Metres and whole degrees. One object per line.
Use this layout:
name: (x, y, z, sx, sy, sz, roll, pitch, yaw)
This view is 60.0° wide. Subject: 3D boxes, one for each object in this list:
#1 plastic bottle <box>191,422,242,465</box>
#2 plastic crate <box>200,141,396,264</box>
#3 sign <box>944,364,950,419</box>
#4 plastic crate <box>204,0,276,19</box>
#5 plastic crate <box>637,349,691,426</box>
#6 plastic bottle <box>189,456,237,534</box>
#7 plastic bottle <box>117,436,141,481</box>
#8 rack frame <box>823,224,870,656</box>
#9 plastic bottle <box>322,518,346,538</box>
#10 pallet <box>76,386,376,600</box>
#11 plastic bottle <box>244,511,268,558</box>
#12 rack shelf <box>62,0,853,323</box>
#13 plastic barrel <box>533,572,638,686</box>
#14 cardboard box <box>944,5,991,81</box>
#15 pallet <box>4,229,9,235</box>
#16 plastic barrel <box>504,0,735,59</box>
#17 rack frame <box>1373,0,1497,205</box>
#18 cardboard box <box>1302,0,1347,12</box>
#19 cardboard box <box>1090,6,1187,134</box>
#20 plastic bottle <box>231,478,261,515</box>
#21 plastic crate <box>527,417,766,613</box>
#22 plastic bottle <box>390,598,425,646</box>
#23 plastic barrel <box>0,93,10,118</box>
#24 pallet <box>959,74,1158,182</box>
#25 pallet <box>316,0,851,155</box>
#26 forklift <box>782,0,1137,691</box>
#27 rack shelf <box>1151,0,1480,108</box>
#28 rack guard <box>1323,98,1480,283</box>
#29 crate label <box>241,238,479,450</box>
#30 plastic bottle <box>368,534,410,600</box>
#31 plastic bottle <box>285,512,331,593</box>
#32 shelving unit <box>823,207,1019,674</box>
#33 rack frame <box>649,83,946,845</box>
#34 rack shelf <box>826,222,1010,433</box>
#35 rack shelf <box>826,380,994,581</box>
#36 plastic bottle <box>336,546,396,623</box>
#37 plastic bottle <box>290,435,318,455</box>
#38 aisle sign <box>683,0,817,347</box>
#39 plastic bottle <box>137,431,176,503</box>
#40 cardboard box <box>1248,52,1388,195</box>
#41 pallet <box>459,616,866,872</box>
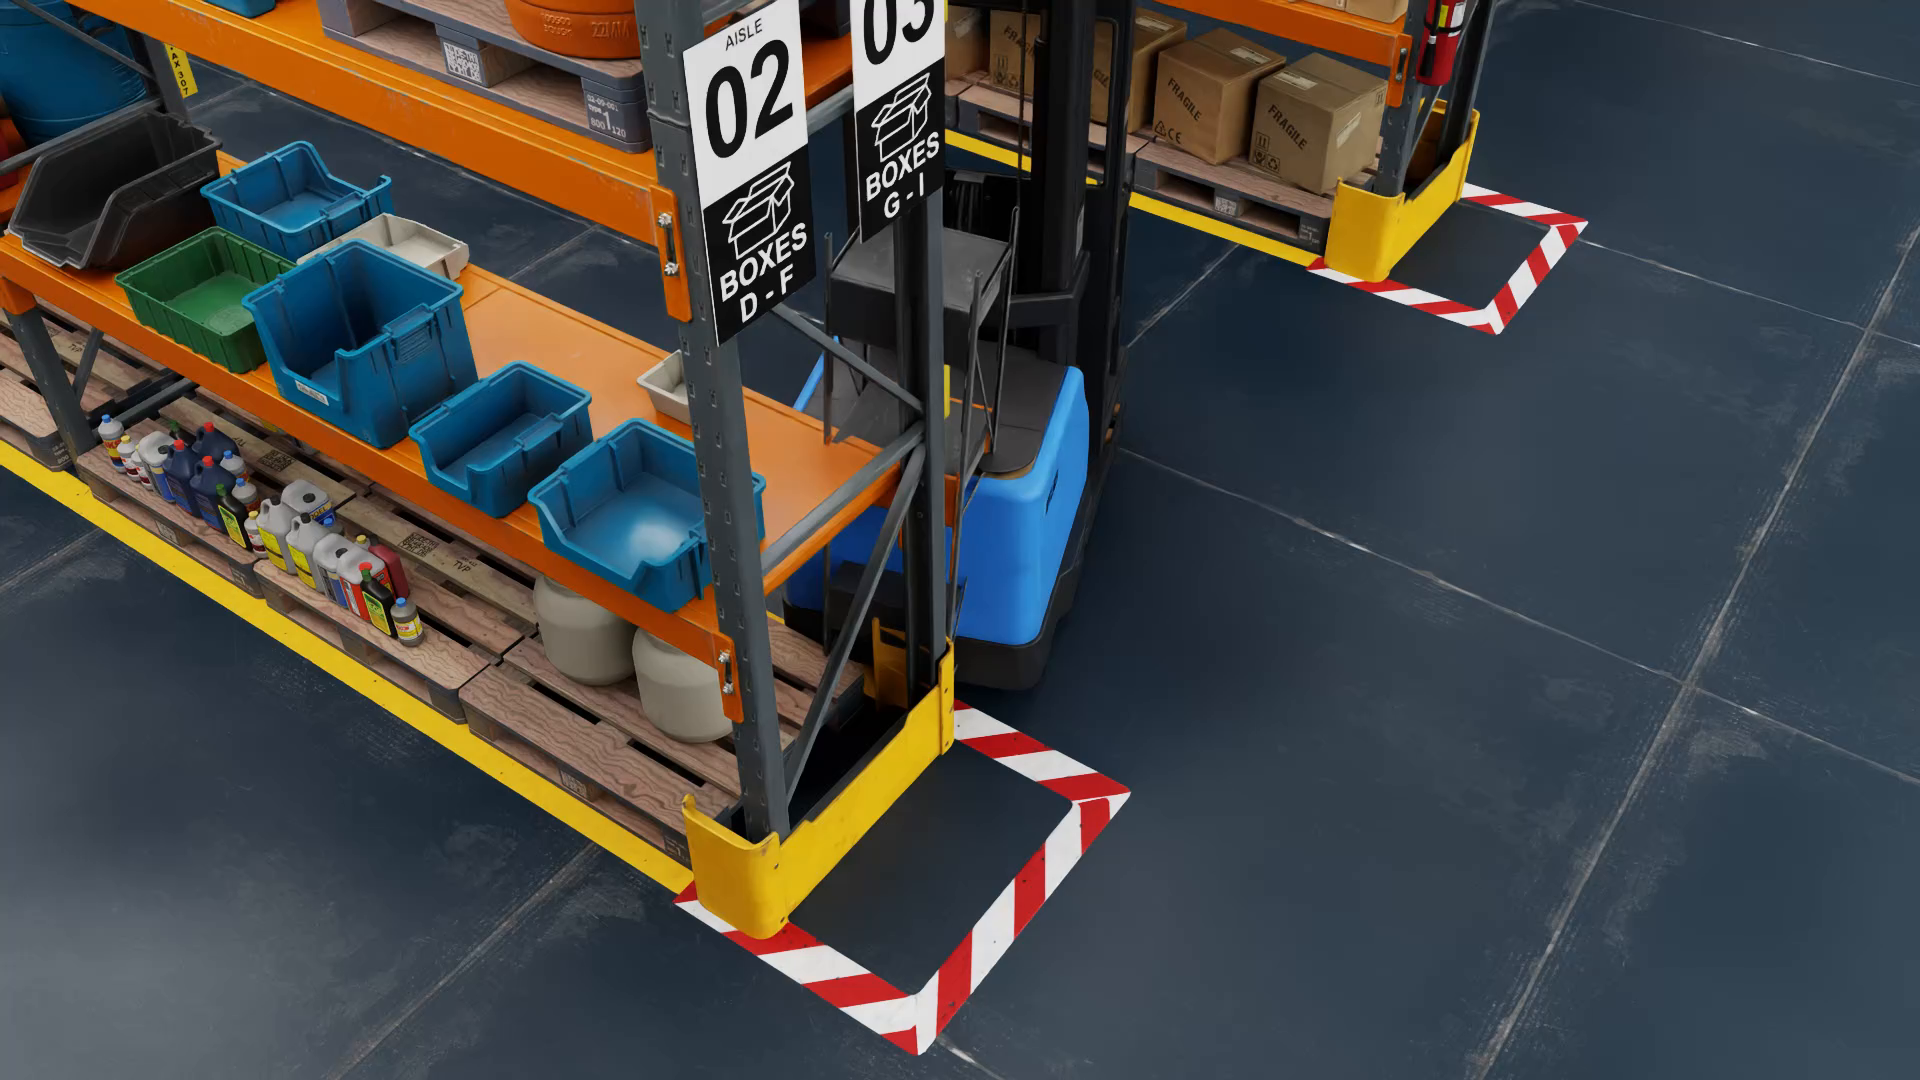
plastic bottle: (-3.154, -0.360, 7.059, 0.185, 0.351, 0.144, 25, 48, 25)
plastic crate: (-2.597, -1.309, 6.575, 0.616, 0.251, 0.499, 25, 48, 25)
sign: (-0.065, -0.510, 5.363, 0.005, 0.325, 0.100, 25, 48, 25)
plastic crate: (-2.118, -1.786, 4.759, 0.575, 0.384, 0.392, 25, 48, 25)
plastic crate: (-0.932, -0.529, 5.789, 0.250, 0.136, 0.298, 25, 48, 25)
plastic bottle: (-3.082, -0.209, 6.891, 0.185, 0.351, 0.144, 23, 47, 24)
plastic bottle: (-3.567, -0.361, 7.172, 0.097, 0.201, 0.097, 0, 42, 0)
rack frame: (-0.406, -0.309, 5.947, 0.015, 2.100, 0.400, 16, 46, 11)
plastic bottle: (-2.548, -0.002, 6.771, 0.097, 0.201, 0.097, 0, 42, 0)
pallet: (-3.133, -0.321, 7.450, 1.213, 0.211, 1.003, 25, 48, 25)
plastic bottle: (-2.863, -0.032, 6.805, 0.097, 0.201, 0.097, 0, 42, 0)
rack shelf: (-2.021, -1.724, 5.217, 4.000, 0.370, 1.077, 25, 48, 25)
plastic barrel: (-1.377, 0.260, 6.261, 0.421, 0.512, 0.421, 0, 42, 0)
cardboard box: (-0.037, -3.179, 10.113, 0.500, 0.500, 0.500, -26, 48, -26)
pallet: (-5.327, -1.347, 8.597, 1.213, 0.211, 1.003, 25, 48, 25)
plastic barrel: (-0.855, -1.660, 3.969, 0.708, 0.830, 0.600, 25, 48, 25)
rack frame: (2.460, -2.813, 8.144, 0.127, 3.000, 1.000, 25, 48, 25)
cardboard box: (1.904, -2.811, 8.331, 0.250, 0.149, 0.380, 25, 48, 25)
cardboard box: (0.947, -2.746, 9.629, 0.500, 0.500, 0.500, 30, 50, 29)
plastic bottle: (-2.940, -0.143, 6.877, 0.097, 0.271, 0.097, 0, 42, 0)
plastic crate: (-0.966, -0.081, 5.203, 0.616, 0.251, 0.499, 25, 48, 25)
plastic bottle: (-2.139, 0.306, 6.427, 0.097, 0.201, 0.097, 0, 42, 0)
plastic barrel: (-4.316, -2.177, 7.331, 0.433, 0.535, 0.433, 0, 42, 0)
pallet: (0.758, -2.600, 9.998, 1.213, 0.211, 1.003, 25, 48, 25)
pallet: (-1.005, -1.526, 4.598, 1.213, 0.211, 1.003, 25, 48, 25)
forklift: (0.153, -1.499, 6.727, 1.130, 2.935, 3.031, 10, 43, 10)
rack shelf: (0.822, -3.310, 9.239, 4.000, 0.370, 1.077, 25, 48, 25)
rack guard: (2.398, -1.910, 9.010, 0.348, 0.500, 1.175, 25, 48, 25)
crate label: (-2.046, -0.679, 5.733, 0.616, 0.435, 0.502, 25, 48, 25)
plastic bottle: (-2.269, 0.106, 6.589, 0.133, 0.283, 0.061, 25, 48, 25)
plastic bottle: (-2.581, 0.025, 6.629, 0.185, 0.351, 0.144, 27, 48, 27)
shelving unit: (-0.176, -0.244, 5.900, 0.503, 2.100, 0.431, 16, 46, 11)
rack frame: (-0.384, -0.109, 5.122, 0.127, 3.000, 1.000, 25, 48, 25)
rack shelf: (-0.136, -0.729, 5.416, 0.480, 0.518, 0.431, 16, 46, 11)
rack shelf: (-0.177, -0.234, 5.910, 0.480, 0.518, 0.431, 16, 46, 11)
plastic bottle: (-2.330, 0.167, 6.526, 0.135, 0.276, 0.152, 25, 48, 26)
plastic bottle: (-2.874, -0.536, 7.312, 0.135, 0.276, 0.152, 25, 48, 25)
aisle sign: (-0.496, -0.888, 4.043, 0.004, 0.787, 0.394, 25, 48, 25)
plastic bottle: (-3.369, -0.319, 7.069, 0.135, 0.276, 0.152, 27, 48, 27)
cardboard box: (1.958, -2.286, 9.115, 0.500, 0.500, 0.500, -33, 51, -31)
pallet: (-1.135, 0.613, 6.406, 1.213, 0.211, 1.003, 25, 48, 25)
